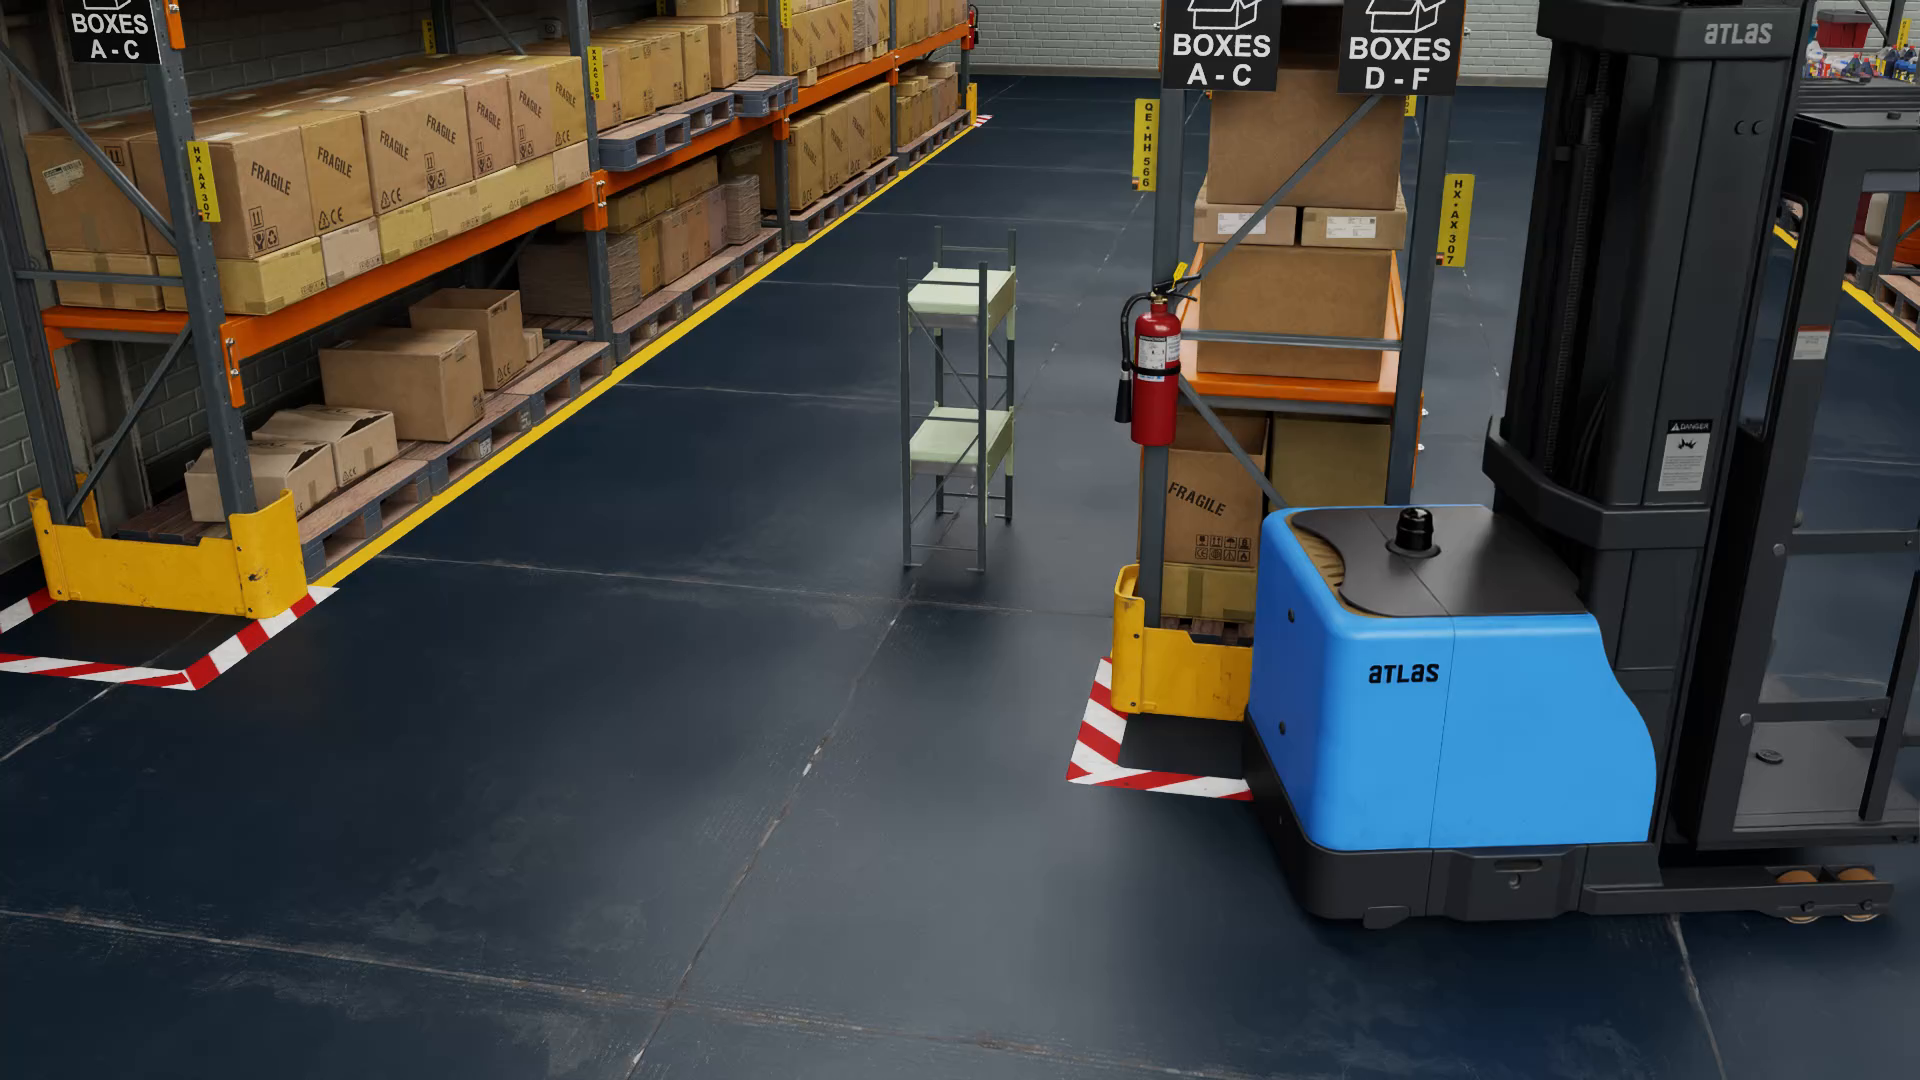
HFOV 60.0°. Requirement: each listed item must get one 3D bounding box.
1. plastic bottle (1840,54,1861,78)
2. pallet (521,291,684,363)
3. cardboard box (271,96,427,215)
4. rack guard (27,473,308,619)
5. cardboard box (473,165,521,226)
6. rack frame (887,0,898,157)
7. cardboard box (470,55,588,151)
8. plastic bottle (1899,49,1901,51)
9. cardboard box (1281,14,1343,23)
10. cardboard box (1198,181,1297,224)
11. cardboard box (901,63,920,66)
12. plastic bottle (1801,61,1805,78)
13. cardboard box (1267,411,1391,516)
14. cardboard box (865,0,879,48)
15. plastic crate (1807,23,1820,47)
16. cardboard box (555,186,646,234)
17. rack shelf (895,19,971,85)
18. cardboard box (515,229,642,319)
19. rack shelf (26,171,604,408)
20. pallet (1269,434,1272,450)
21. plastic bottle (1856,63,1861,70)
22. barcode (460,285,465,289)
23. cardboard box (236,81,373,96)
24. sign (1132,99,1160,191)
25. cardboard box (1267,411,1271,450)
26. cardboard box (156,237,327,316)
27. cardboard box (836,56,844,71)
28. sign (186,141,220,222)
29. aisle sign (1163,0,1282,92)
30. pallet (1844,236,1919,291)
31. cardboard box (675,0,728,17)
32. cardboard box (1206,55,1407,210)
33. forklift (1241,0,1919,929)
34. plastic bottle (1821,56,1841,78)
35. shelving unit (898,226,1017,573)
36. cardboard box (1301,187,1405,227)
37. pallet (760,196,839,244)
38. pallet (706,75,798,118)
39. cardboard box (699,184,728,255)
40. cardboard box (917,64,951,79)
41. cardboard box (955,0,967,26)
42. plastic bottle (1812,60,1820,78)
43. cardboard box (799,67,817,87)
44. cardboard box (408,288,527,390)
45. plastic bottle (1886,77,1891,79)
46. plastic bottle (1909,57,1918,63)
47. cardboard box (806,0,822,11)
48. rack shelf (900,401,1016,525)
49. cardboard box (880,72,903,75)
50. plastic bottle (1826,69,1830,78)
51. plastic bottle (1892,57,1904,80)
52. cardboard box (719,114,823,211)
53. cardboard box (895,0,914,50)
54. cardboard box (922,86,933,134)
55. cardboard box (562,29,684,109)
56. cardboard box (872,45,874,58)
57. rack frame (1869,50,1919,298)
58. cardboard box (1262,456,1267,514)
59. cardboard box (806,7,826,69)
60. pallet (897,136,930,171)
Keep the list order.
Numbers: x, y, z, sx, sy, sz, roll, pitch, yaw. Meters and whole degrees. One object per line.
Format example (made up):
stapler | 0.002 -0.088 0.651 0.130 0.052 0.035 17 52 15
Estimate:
plastic bottle | 7.725 -4.029 14.408 0.144 0.351 0.185 4 22 11
pallet | -2.669 -1.566 11.959 1.003 0.211 1.213 4 22 11
cardboard box | -3.029 -1.919 8.274 0.500 0.500 0.500 4 22 9
rack guard | -3.627 0.020 7.634 1.175 0.500 0.348 4 22 11
cardboard box | -2.824 -1.951 9.357 0.500 0.250 0.500 4 22 11
rack frame | -1.194 -5.500 17.995 1.000 3.000 0.127 4 22 11
cardboard box | -2.620 -2.665 10.127 0.500 0.500 0.500 4 22 11
plastic bottle | 8.738 -4.434 15.504 0.061 0.283 0.133 4 22 11
cardboard box | 1.735 -2.315 8.217 0.700 0.500 0.500 4 22 11
cardboard box | 1.151 -1.333 6.645 0.380 0.149 0.250 5 22 12
cardboard box | -0.696 -5.911 20.931 0.380 0.149 0.250 5 22 11
plastic bottle | 7.979 -4.459 15.675 0.097 0.201 0.097 0 22 0
cardboard box | 1.635 -0.365 7.358 0.500 0.500 0.500 4 22 11
cardboard box | -1.136 -5.318 16.985 0.500 0.500 0.500 5 22 11
plastic crate | 8.266 -4.962 16.600 0.392 0.384 0.575 4 22 11
cardboard box | -2.606 -2.399 12.047 0.500 0.250 0.500 4 22 10
rack shelf | -0.786 -5.898 19.946 1.077 0.370 4.000 4 22 11
cardboard box | -2.693 -1.889 11.787 0.700 0.500 0.500 5 23 13
rack shelf | -3.235 -1.509 9.049 1.077 0.370 4.000 4 22 11
pallet | 1.820 -0.617 9.603 1.003 0.211 1.213 4 22 11
plastic bottle | 7.711 -3.938 14.273 0.061 0.283 0.133 4 22 11
barcode | -3.172 -1.588 10.611 0.001 0.075 0.075 4 22 11
cardboard box | -3.438 -2.145 8.833 0.500 0.500 0.500 5 22 12
sign | 0.679 -1.429 6.019 0.100 0.325 0.005 4 22 11
cardboard box | 1.319 -0.771 8.367 0.500 0.500 0.500 4 22 11
cardboard box | -3.232 -1.205 7.505 0.500 0.250 0.500 4 22 9
cardboard box | -1.354 -4.690 16.293 0.380 0.149 0.250 5 23 13
sign | -3.112 -1.472 6.834 0.100 0.325 0.005 4 22 11
aisle sign | 0.906 -1.939 5.674 0.394 0.787 0.004 4 22 11
pallet | 7.808 -2.280 13.732 1.003 0.211 1.213 4 22 11
cardboard box | -2.103 -4.341 13.527 0.380 0.149 0.250 1 22 2
cardboard box | 1.326 -1.572 6.372 0.700 0.500 0.500 5 22 11
forklift | 2.564 -0.331 5.252 3.031 2.935 1.130 -1 22 -3
plastic bottle | 7.848 -4.208 14.954 0.152 0.276 0.135 4 22 11
shelving unit | -0.001 -0.693 8.067 0.431 1.500 0.755 4 22 11
cardboard box | 1.550 -1.306 6.580 0.380 0.149 0.250 4 22 10
pallet | -1.776 -3.026 15.585 1.003 0.211 1.213 4 22 11
pallet | -2.052 -3.679 13.731 1.213 0.211 1.003 4 22 11
cardboard box | -2.325 -2.635 13.638 0.700 0.500 0.500 4 22 11
cardboard box | -0.322 -5.881 20.857 0.380 0.149 0.250 5 22 12
cardboard box | -0.472 -6.915 21.106 0.980 0.700 0.700 5 23 13
plastic bottle | 7.892 -4.303 15.288 0.097 0.201 0.097 0 22 0
cardboard box | -1.519 -4.215 15.114 0.380 0.149 0.250 5 23 13
cardboard box | -2.999 -1.236 10.165 0.500 0.500 0.500 3 22 7
plastic bottle | 7.481 -3.599 13.447 0.097 0.271 0.097 0 22 0
plastic bottle | 8.563 -4.201 14.934 0.152 0.276 0.135 4 22 11
cardboard box | -1.556 -4.922 14.996 0.500 0.250 0.500 4 22 10
rack shelf | -0.001 -0.391 8.189 0.431 0.370 0.720 4 22 11
cardboard box | -0.902 -5.540 20.010 0.380 0.149 0.250 4 22 10
plastic bottle | 7.798 -4.134 14.868 0.097 0.201 0.097 0 22 0
plastic bottle | 8.437 -4.201 14.942 0.097 0.271 0.097 0 22 0
cardboard box | -1.732 -3.494 15.329 0.750 0.750 0.750 4 22 10
cardboard box | -1.068 -5.836 18.429 0.980 0.700 0.700 5 22 12
cardboard box | -0.729 -5.172 19.965 0.700 0.500 0.500 5 22 12
cardboard box | -2.465 -3.455 12.195 0.700 0.500 0.500 8 23 18
cardboard box | -1.111 -5.062 17.217 0.380 0.149 0.250 5 23 13
rack frame | 7.688 -3.282 12.488 1.000 3.000 0.127 4 22 11
cardboard box | 1.218 -0.240 8.053 0.500 0.250 0.500 4 22 11
cardboard box | -1.545 -4.580 15.151 0.500 0.500 0.500 5 23 13
pallet | -0.962 -4.479 19.192 1.003 0.211 1.213 4 22 11
